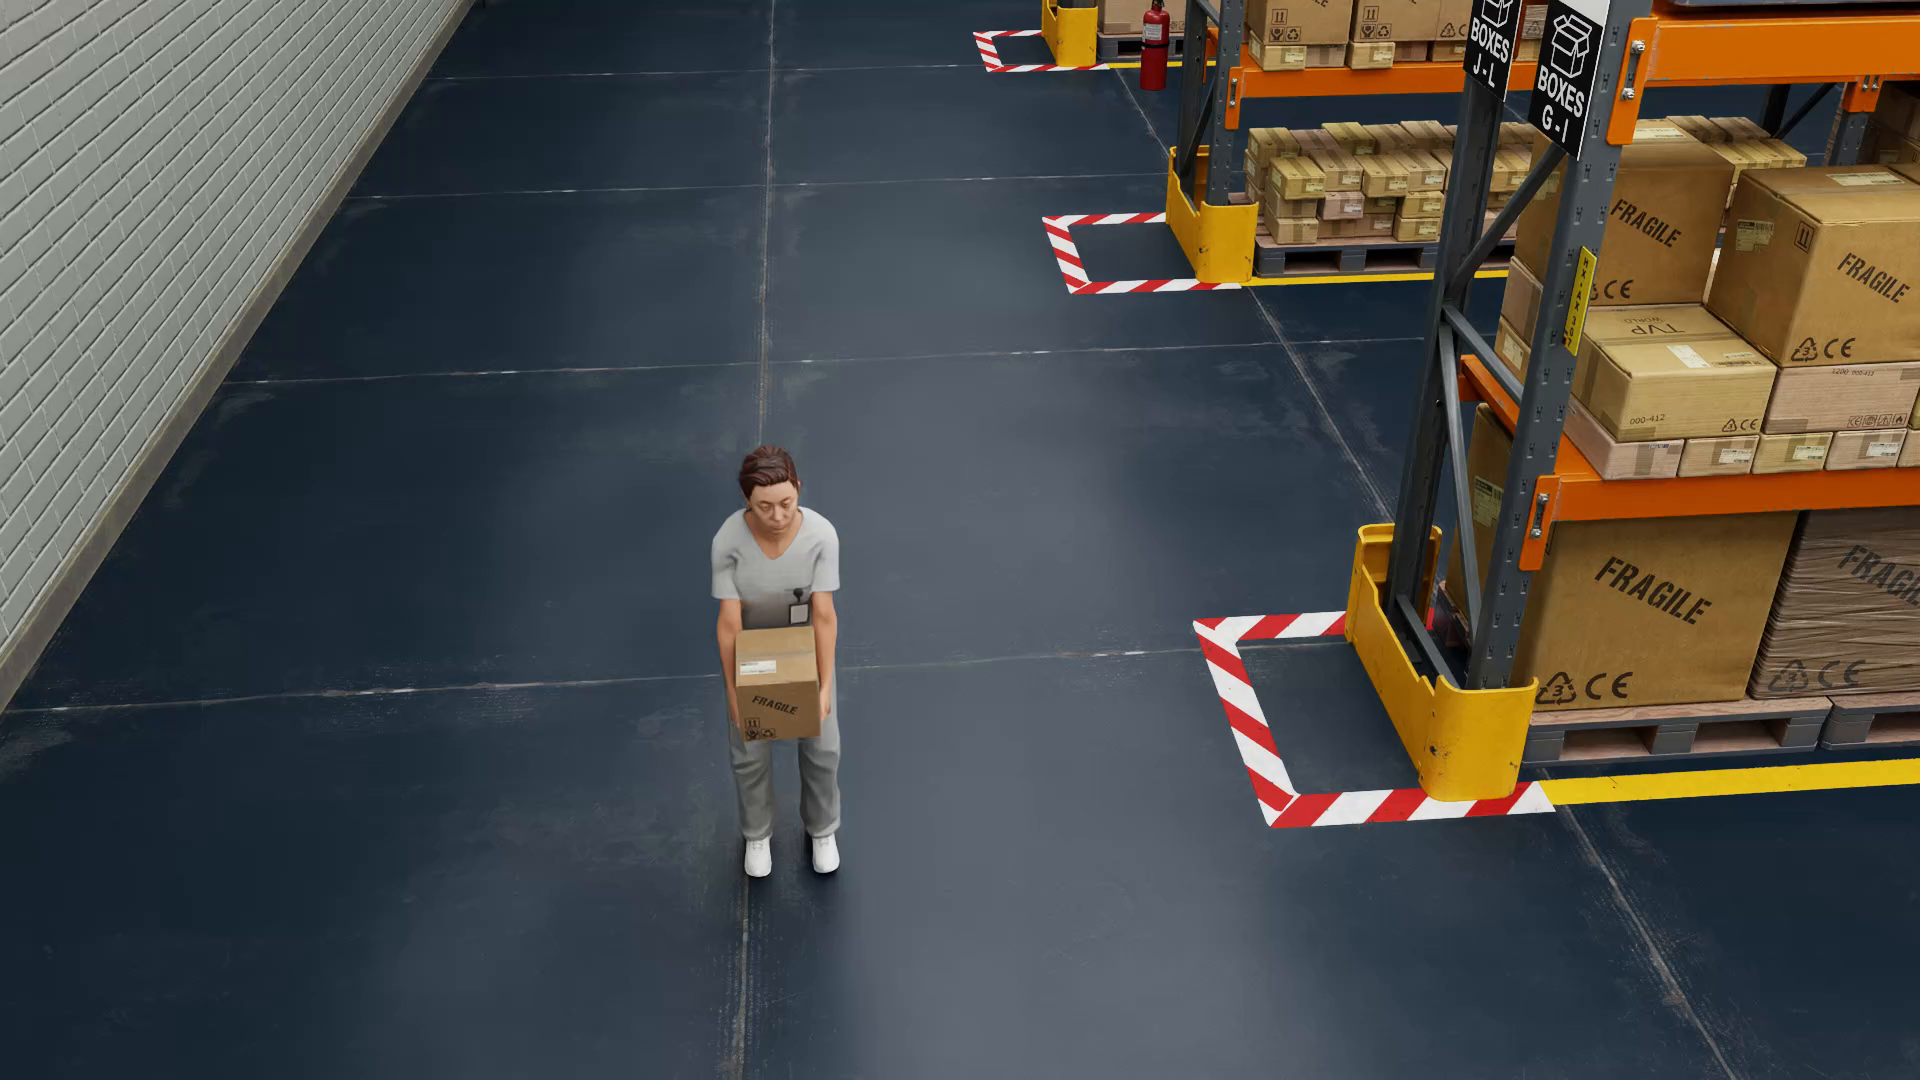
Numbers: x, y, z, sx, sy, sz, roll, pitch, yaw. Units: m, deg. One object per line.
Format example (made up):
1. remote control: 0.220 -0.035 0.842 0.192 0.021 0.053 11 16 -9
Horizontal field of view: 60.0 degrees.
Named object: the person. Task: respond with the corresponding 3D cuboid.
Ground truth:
1. person: -0.582 0.435 5.442 0.410 1.656 0.519 -3 31 -5
